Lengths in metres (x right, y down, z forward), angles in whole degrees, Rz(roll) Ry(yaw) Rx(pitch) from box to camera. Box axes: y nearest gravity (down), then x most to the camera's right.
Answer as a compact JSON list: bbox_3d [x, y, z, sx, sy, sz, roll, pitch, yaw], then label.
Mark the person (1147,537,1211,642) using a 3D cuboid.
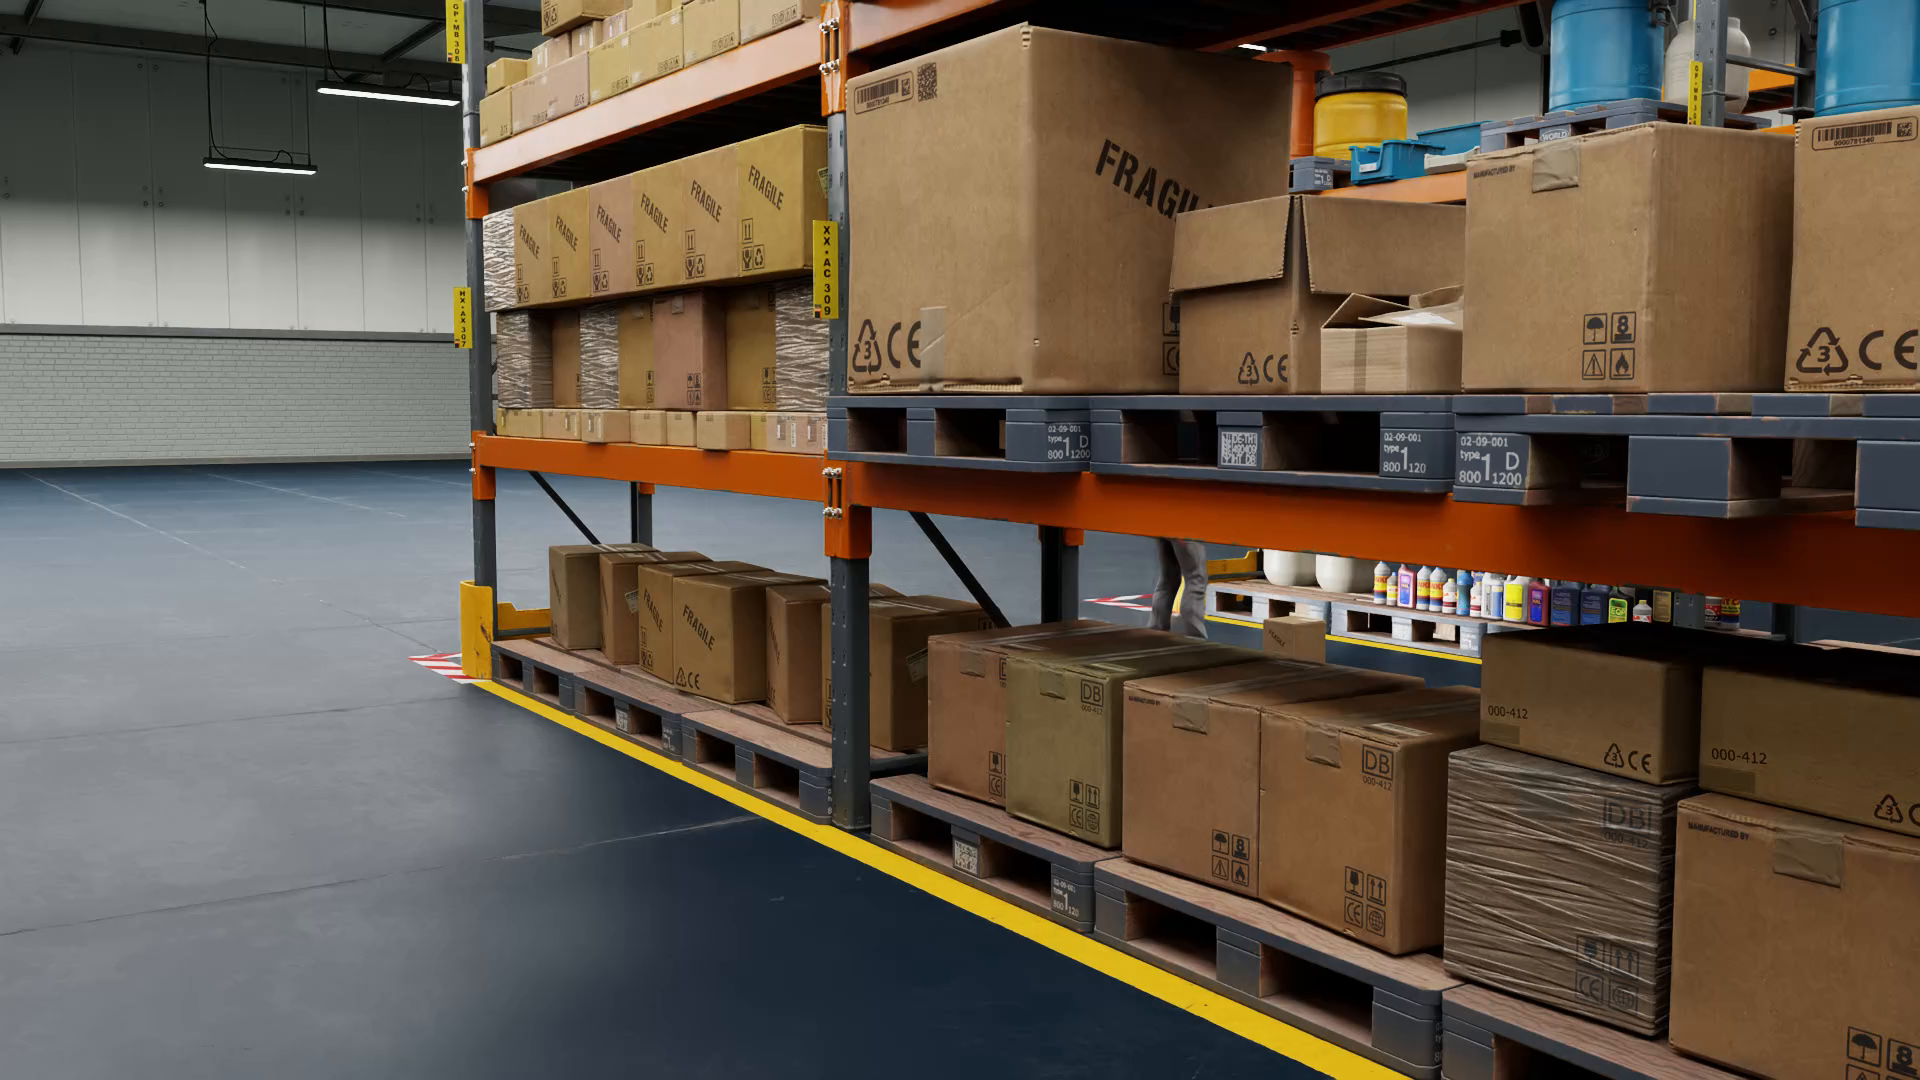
[{"bbox_3d":[1.247,-0.078,9.197,0.424,1.634,0.458,-1,5,-14],"label":"person"}]
